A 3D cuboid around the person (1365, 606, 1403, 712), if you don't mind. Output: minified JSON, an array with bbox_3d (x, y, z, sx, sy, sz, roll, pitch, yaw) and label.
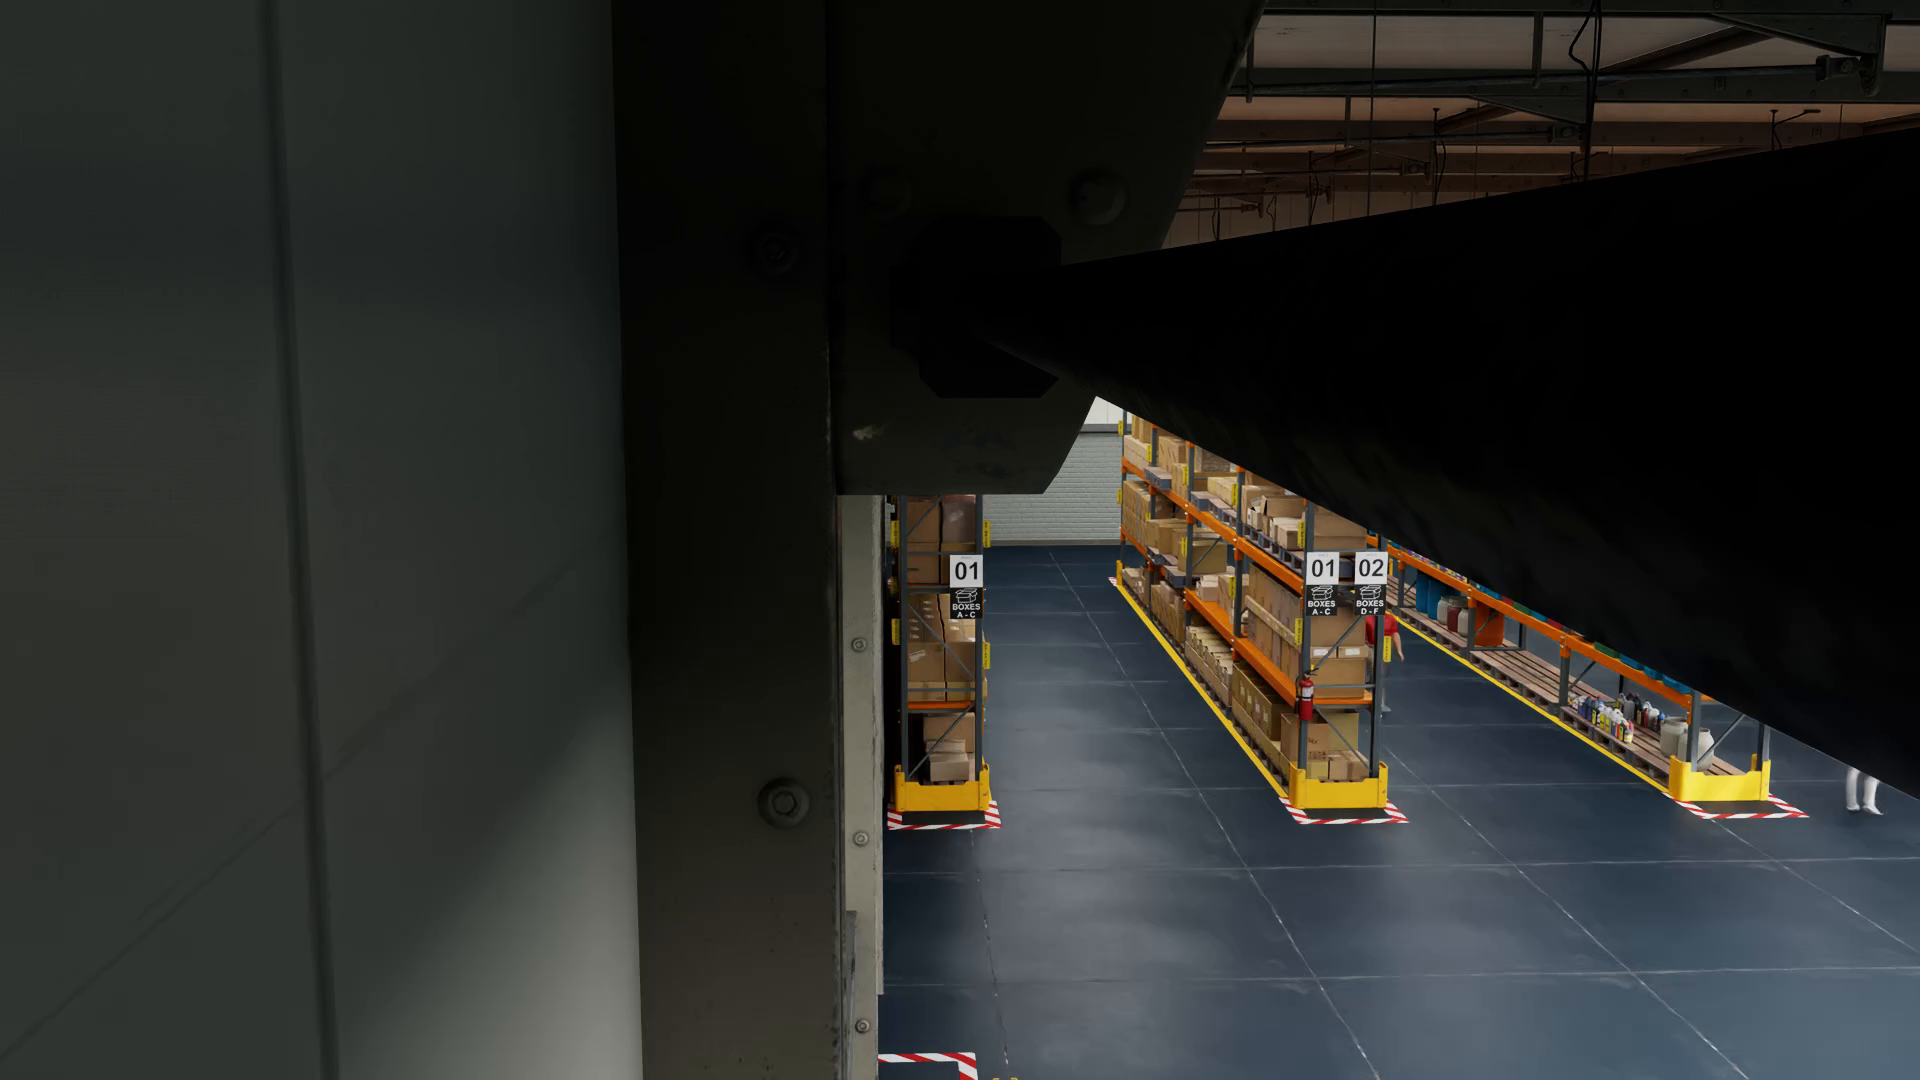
[{"bbox_3d":[6.466,1.725,25.559,0.517,1.671,1.070,-3,9,-17],"label":"person"}]

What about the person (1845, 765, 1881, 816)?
[{"bbox_3d":[11.085,2.537,20.416,0.525,1.709,0.415,6,10,36],"label":"person"}]
